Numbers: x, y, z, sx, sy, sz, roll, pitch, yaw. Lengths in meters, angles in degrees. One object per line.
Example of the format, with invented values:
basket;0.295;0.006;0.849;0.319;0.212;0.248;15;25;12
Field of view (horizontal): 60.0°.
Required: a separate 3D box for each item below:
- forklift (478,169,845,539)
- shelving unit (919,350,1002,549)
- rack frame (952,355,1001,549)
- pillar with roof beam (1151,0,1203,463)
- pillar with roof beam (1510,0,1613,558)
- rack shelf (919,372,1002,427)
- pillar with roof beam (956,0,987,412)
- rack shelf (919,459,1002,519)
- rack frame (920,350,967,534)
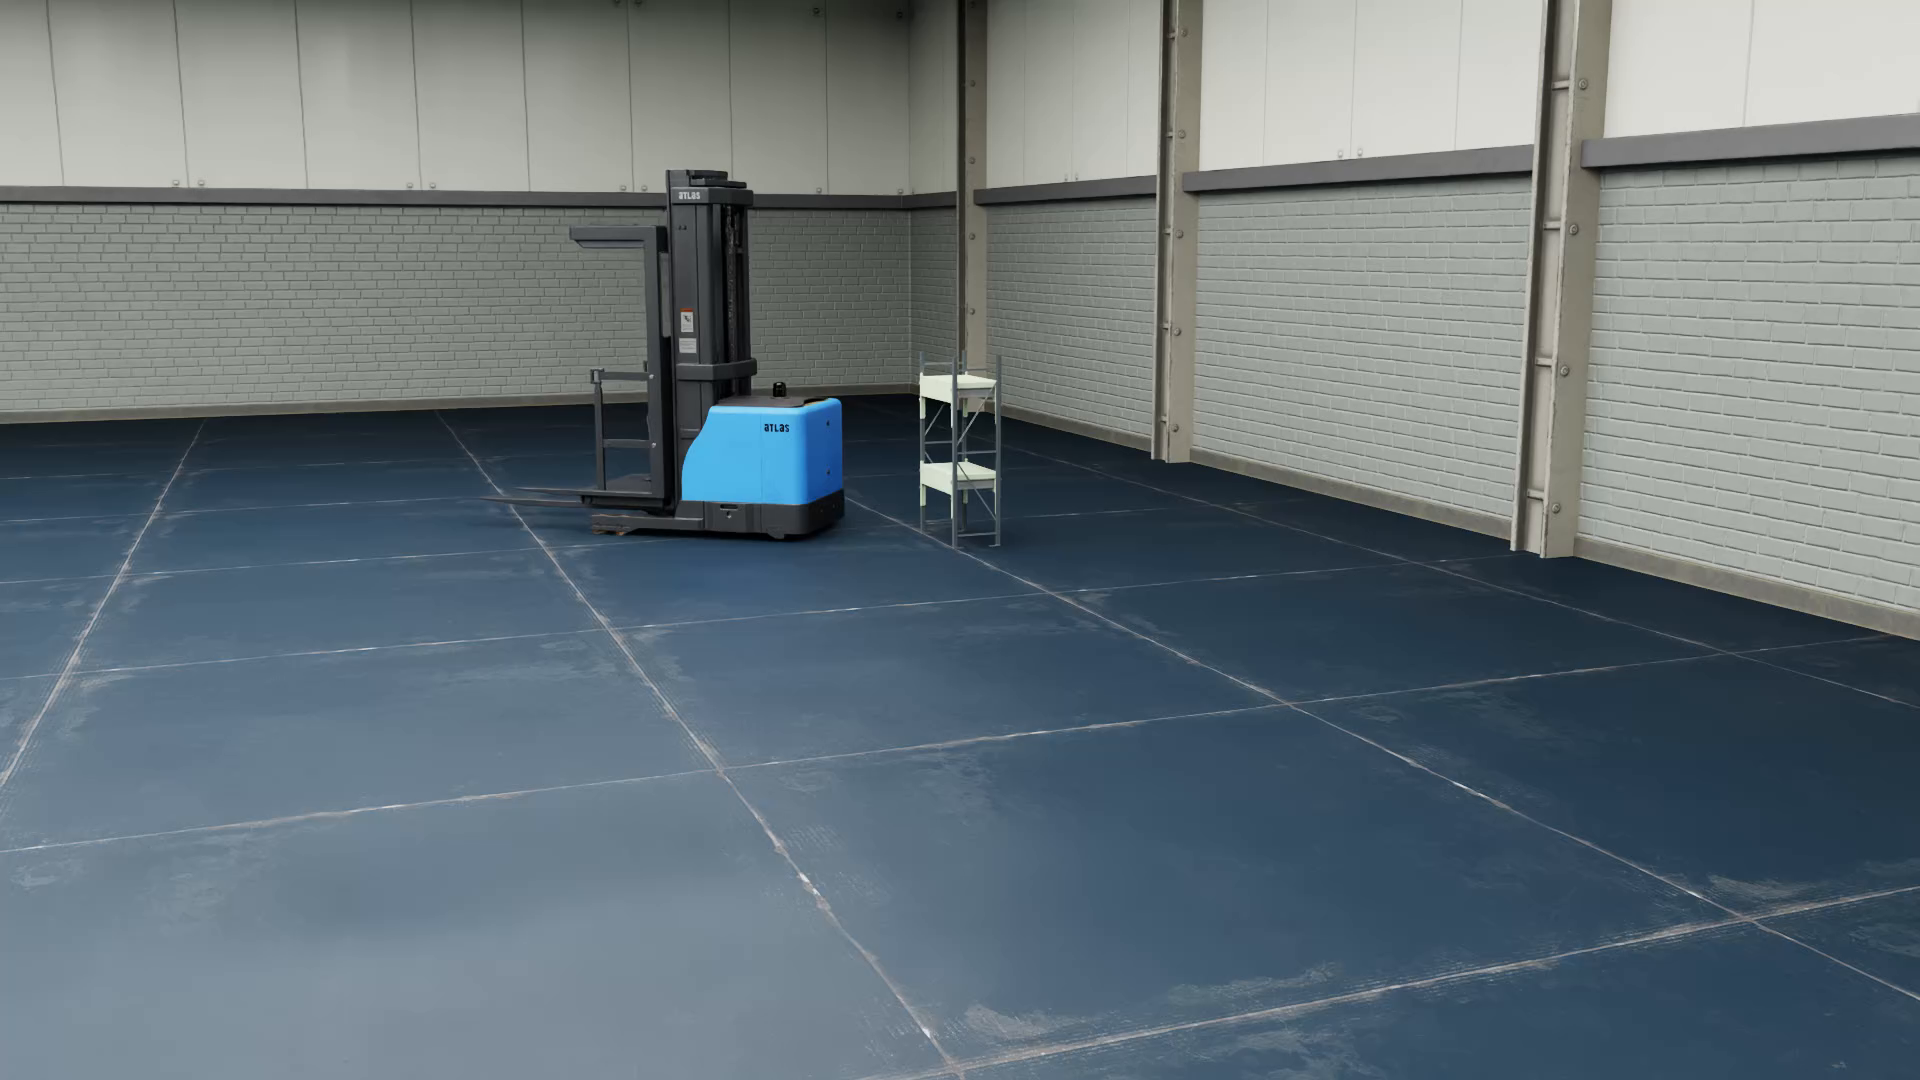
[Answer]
forklift;-2.558;-1.568;13.866;3.031;2.935;1.130;3;10;15
shelving unit;-0.002;-0.739;13.295;0.431;1.500;0.755;-4;11;-21
rack frame;0.130;-0.680;12.959;0.400;1.500;0.023;-4;11;-21
pillar with roof beam;-1.674;-5.040;16.056;9.100;9.000;0.400;-4;11;-21
pillar with roof beam;0.500;-4.060;10.551;9.100;9.000;0.400;-4;11;-21
rack shelf;-0.002;-1.124;13.227;0.431;0.370;0.720;-4;11;-21
pillar with roof beam;-3.848;-6.019;21.562;9.100;9.000;0.400;-4;11;-21
rack shelf;-0.002;-0.419;13.352;0.431;0.370;0.720;-4;11;-21
rack frame;-0.135;-0.799;13.631;0.400;1.500;0.023;-4;11;-21
